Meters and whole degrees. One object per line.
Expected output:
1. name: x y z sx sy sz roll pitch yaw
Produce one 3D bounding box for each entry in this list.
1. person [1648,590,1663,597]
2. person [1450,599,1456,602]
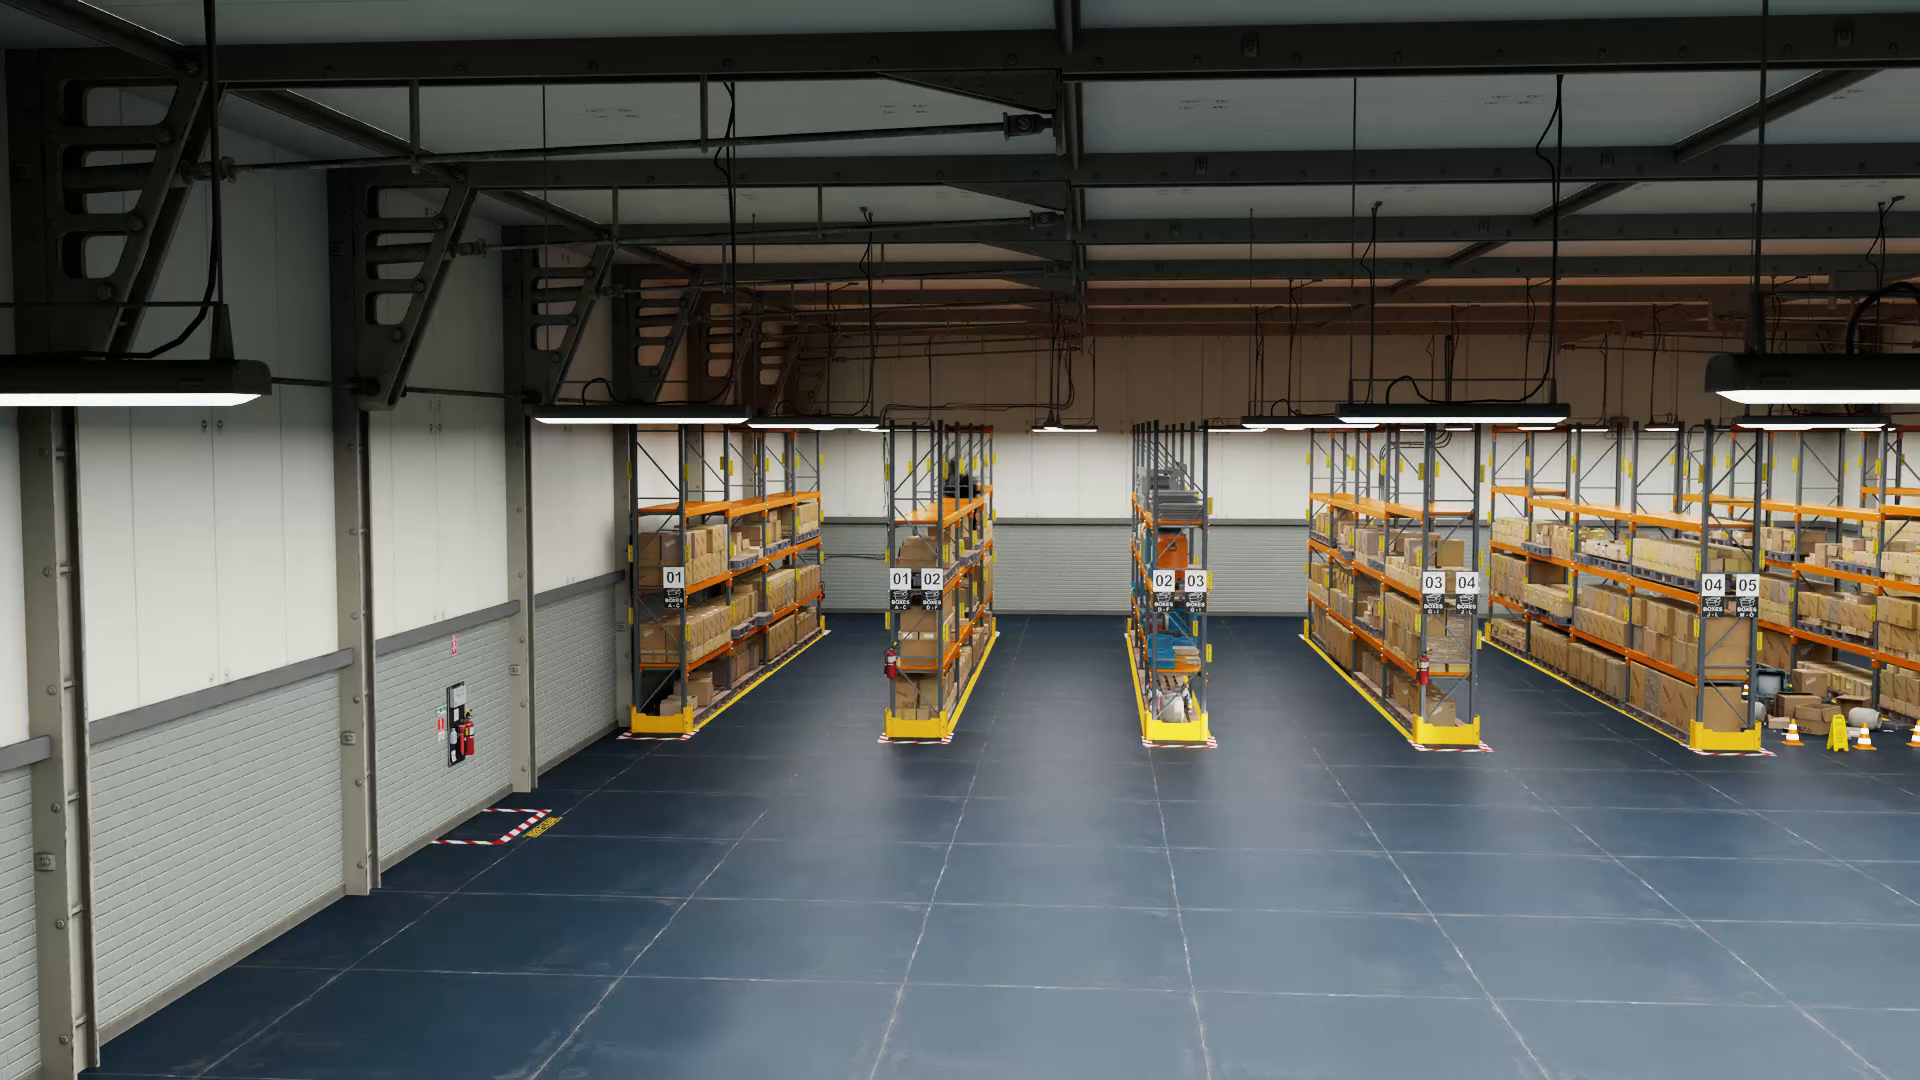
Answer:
1. person: 19.763 1.863 47.245 0.815 1.755 0.731 1 4 9
2. person: 13.930 1.899 47.161 0.544 1.667 0.782 -3 4 -36
